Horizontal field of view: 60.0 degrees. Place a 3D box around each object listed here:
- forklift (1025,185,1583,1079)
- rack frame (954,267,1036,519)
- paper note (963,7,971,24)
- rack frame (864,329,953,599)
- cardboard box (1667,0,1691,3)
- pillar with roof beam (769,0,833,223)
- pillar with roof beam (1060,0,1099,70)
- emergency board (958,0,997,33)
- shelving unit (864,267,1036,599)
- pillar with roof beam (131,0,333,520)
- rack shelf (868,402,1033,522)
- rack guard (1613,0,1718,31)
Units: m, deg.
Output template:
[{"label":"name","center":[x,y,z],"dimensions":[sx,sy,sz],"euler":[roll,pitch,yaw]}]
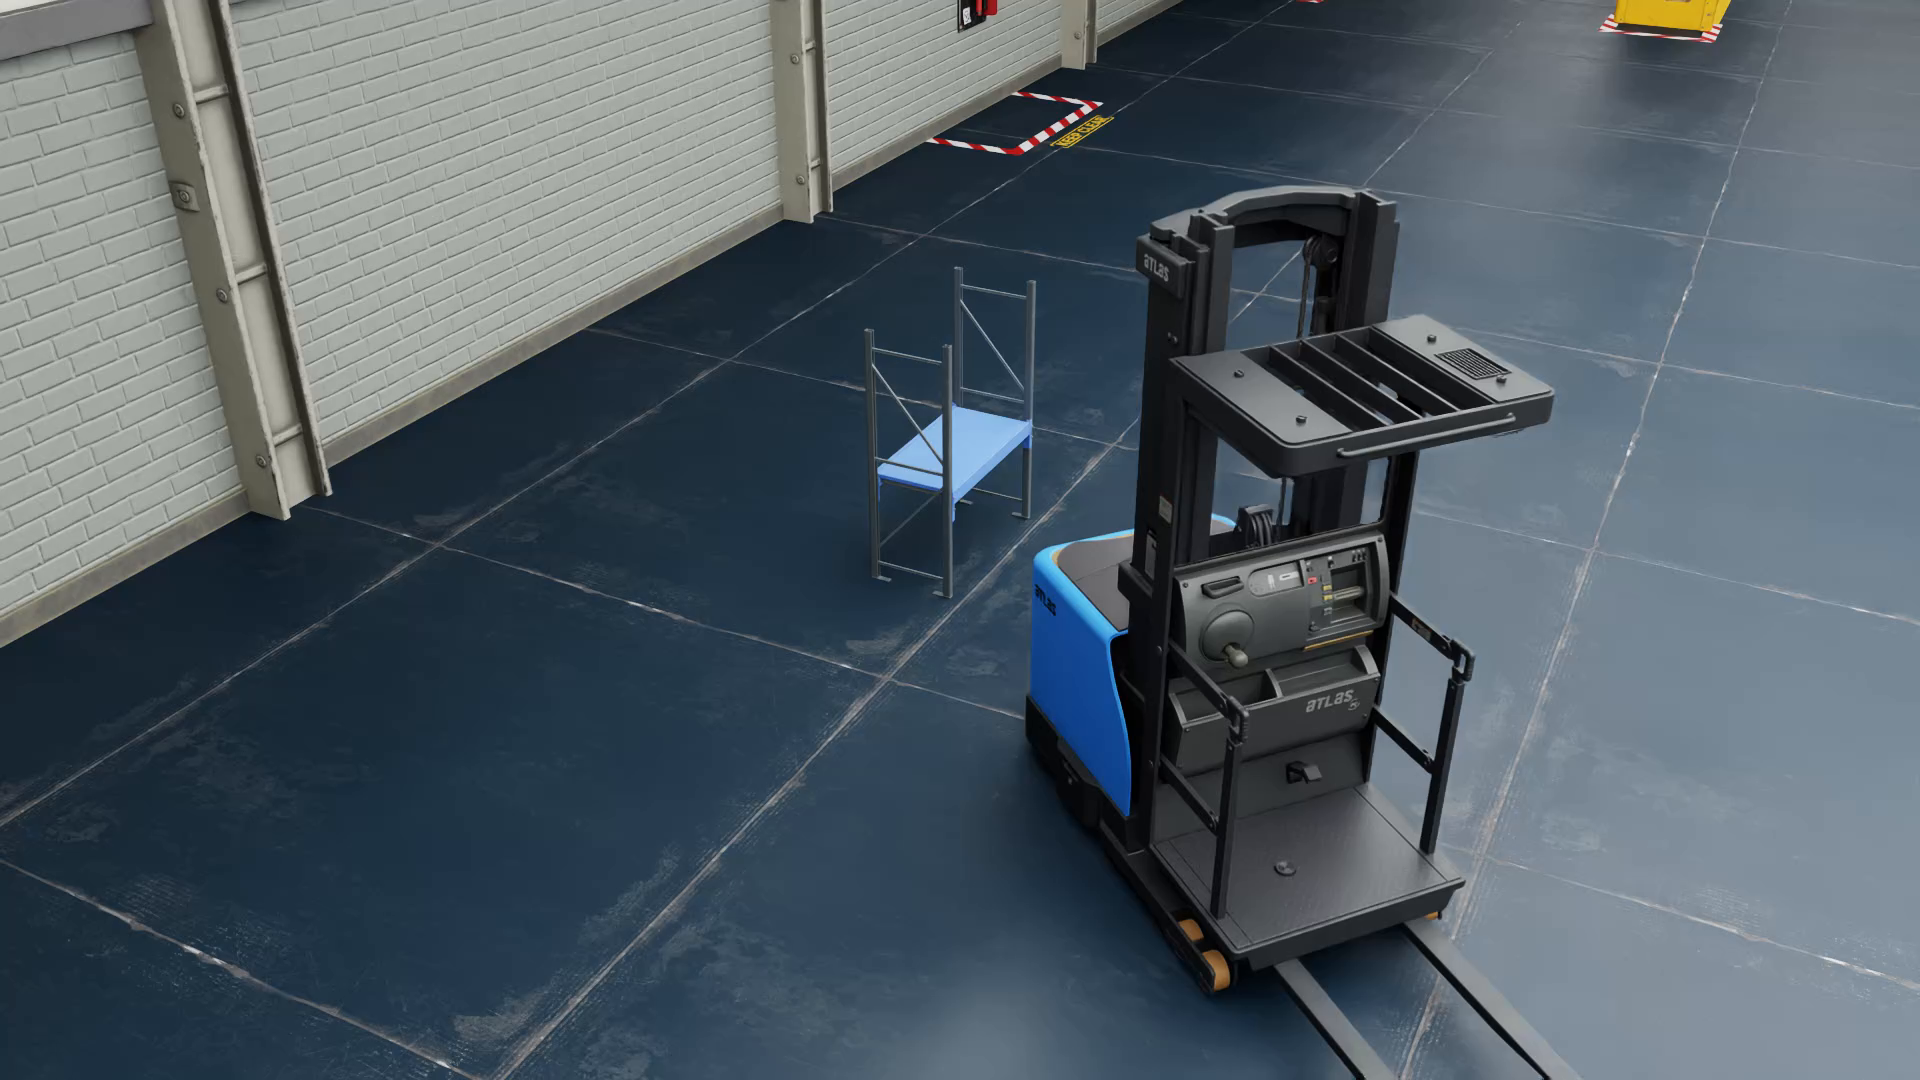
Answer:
[{"label":"forklift","center":[1.354,0.285,6.310],"dimensions":[1.130,2.935,3.031],"euler":[-12,32,-20]},{"label":"rack frame","center":[0.193,-0.838,9.703],"dimensions":[0.500,1.500,0.032],"euler":[14,33,23]},{"label":"paper note","center":[0.072,-5.327,16.899],"dimensions":[0.016,0.148,0.142],"euler":[14,33,23]},{"label":"rack frame","center":[-0.270,-0.387,8.918],"dimensions":[0.500,1.500,0.032],"euler":[14,33,23]},{"label":"cardboard box","center":[9.413,-7.067,21.384],"dimensions":[0.500,0.250,0.500],"euler":[14,33,23]},{"label":"pillar with roof beam","center":[2.473,-5.824,10.856],"dimensions":[9.100,9.000,0.400],"euler":[14,33,23]},{"label":"pillar with roof beam","center":[5.207,-8.484,15.487],"dimensions":[9.100,9.000,0.400],"euler":[14,33,23]},{"label":"emergency board","center":[0.215,-5.772,16.789],"dimensions":[0.194,1.169,0.643],"euler":[14,33,23]},{"label":"shelving unit","center":[-0.039,-0.613,9.311],"dimensions":[0.538,1.500,1.048],"euler":[14,33,23]},{"label":"pillar with roof beam","center":[-0.260,-3.164,6.224],"dimensions":[9.100,9.000,0.400],"euler":[14,33,23]},{"label":"rack shelf","center":[-0.039,-0.457,9.400],"dimensions":[0.538,0.185,1.000],"euler":[14,33,23]},{"label":"rack guard","center":[8.959,-6.796,21.082],"dimensions":[1.175,0.500,0.348],"euler":[14,33,23]}]
